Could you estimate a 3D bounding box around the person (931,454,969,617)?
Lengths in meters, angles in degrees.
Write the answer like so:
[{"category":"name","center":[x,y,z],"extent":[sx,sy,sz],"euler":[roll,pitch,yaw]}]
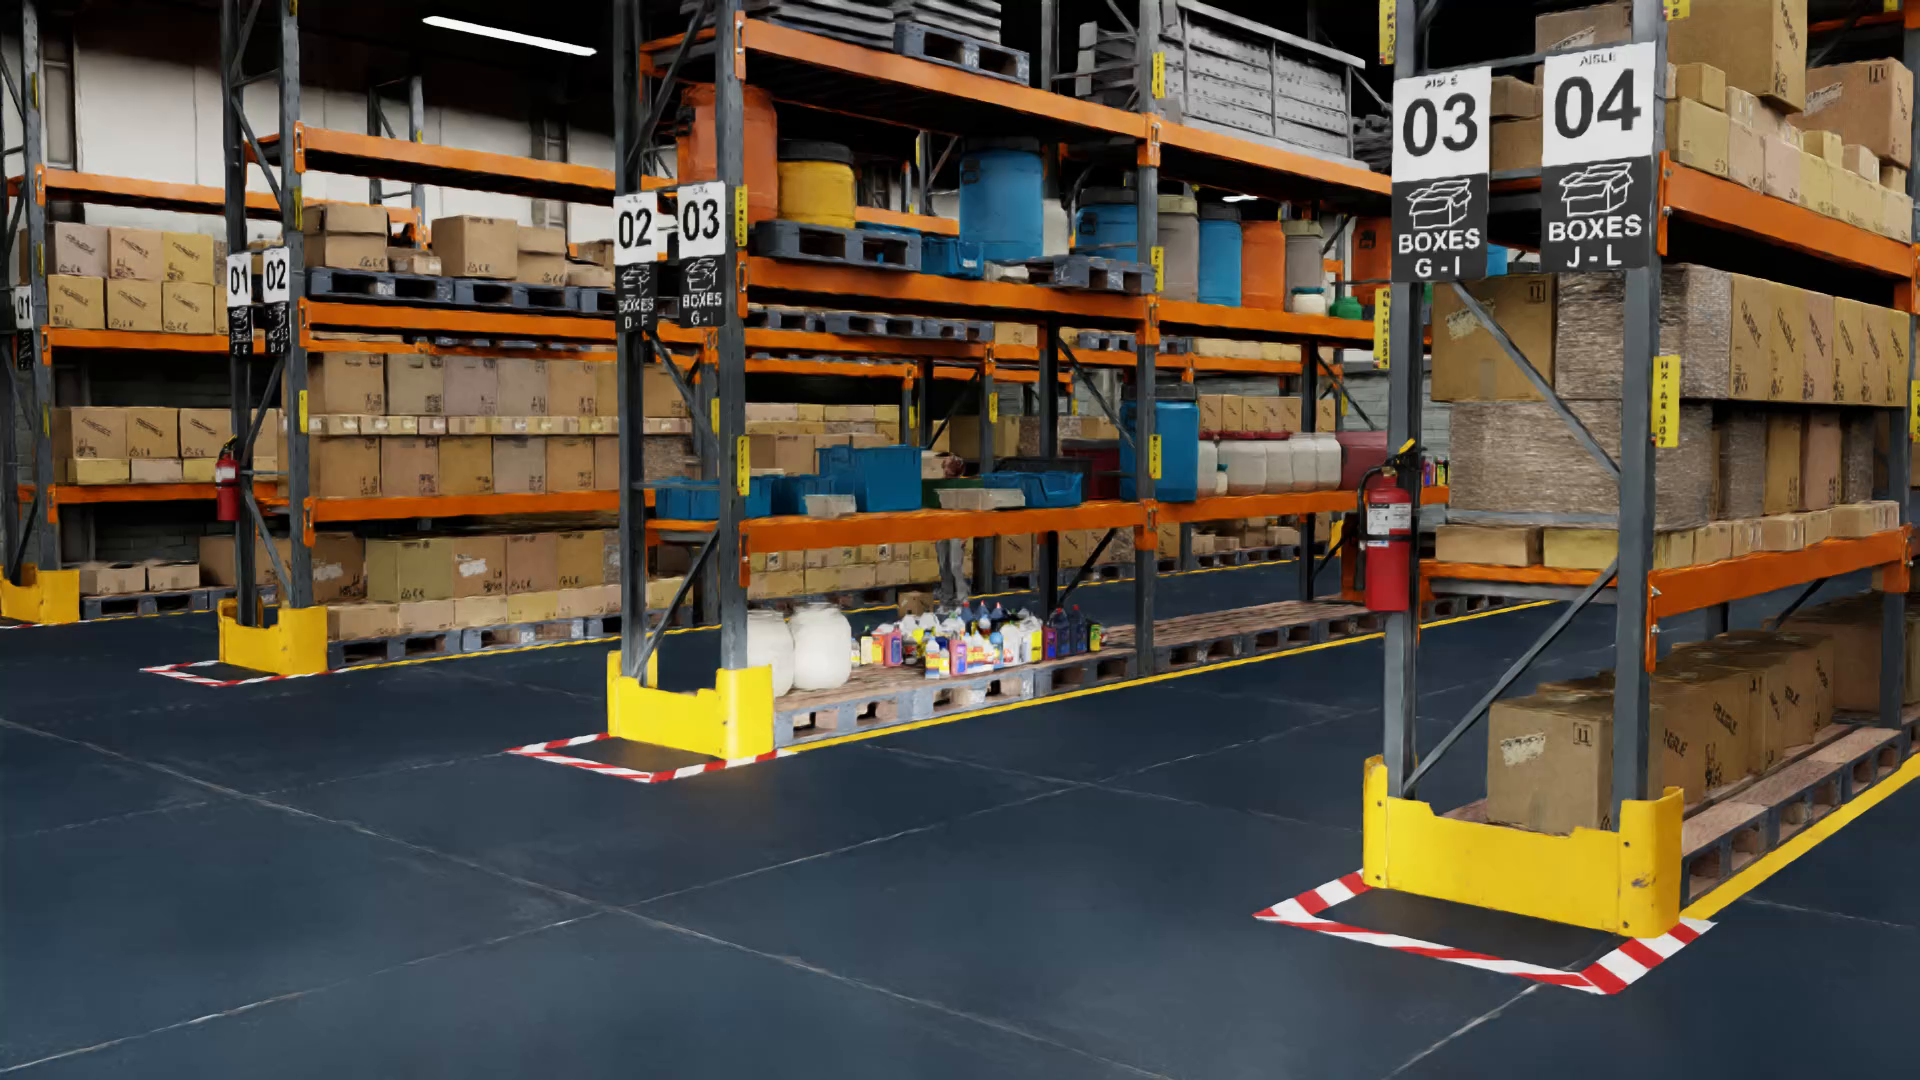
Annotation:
[{"category":"person","center":[-0.082,-0.034,16.461],"extent":[0.445,1.629,0.348],"euler":[3,5,43]}]
